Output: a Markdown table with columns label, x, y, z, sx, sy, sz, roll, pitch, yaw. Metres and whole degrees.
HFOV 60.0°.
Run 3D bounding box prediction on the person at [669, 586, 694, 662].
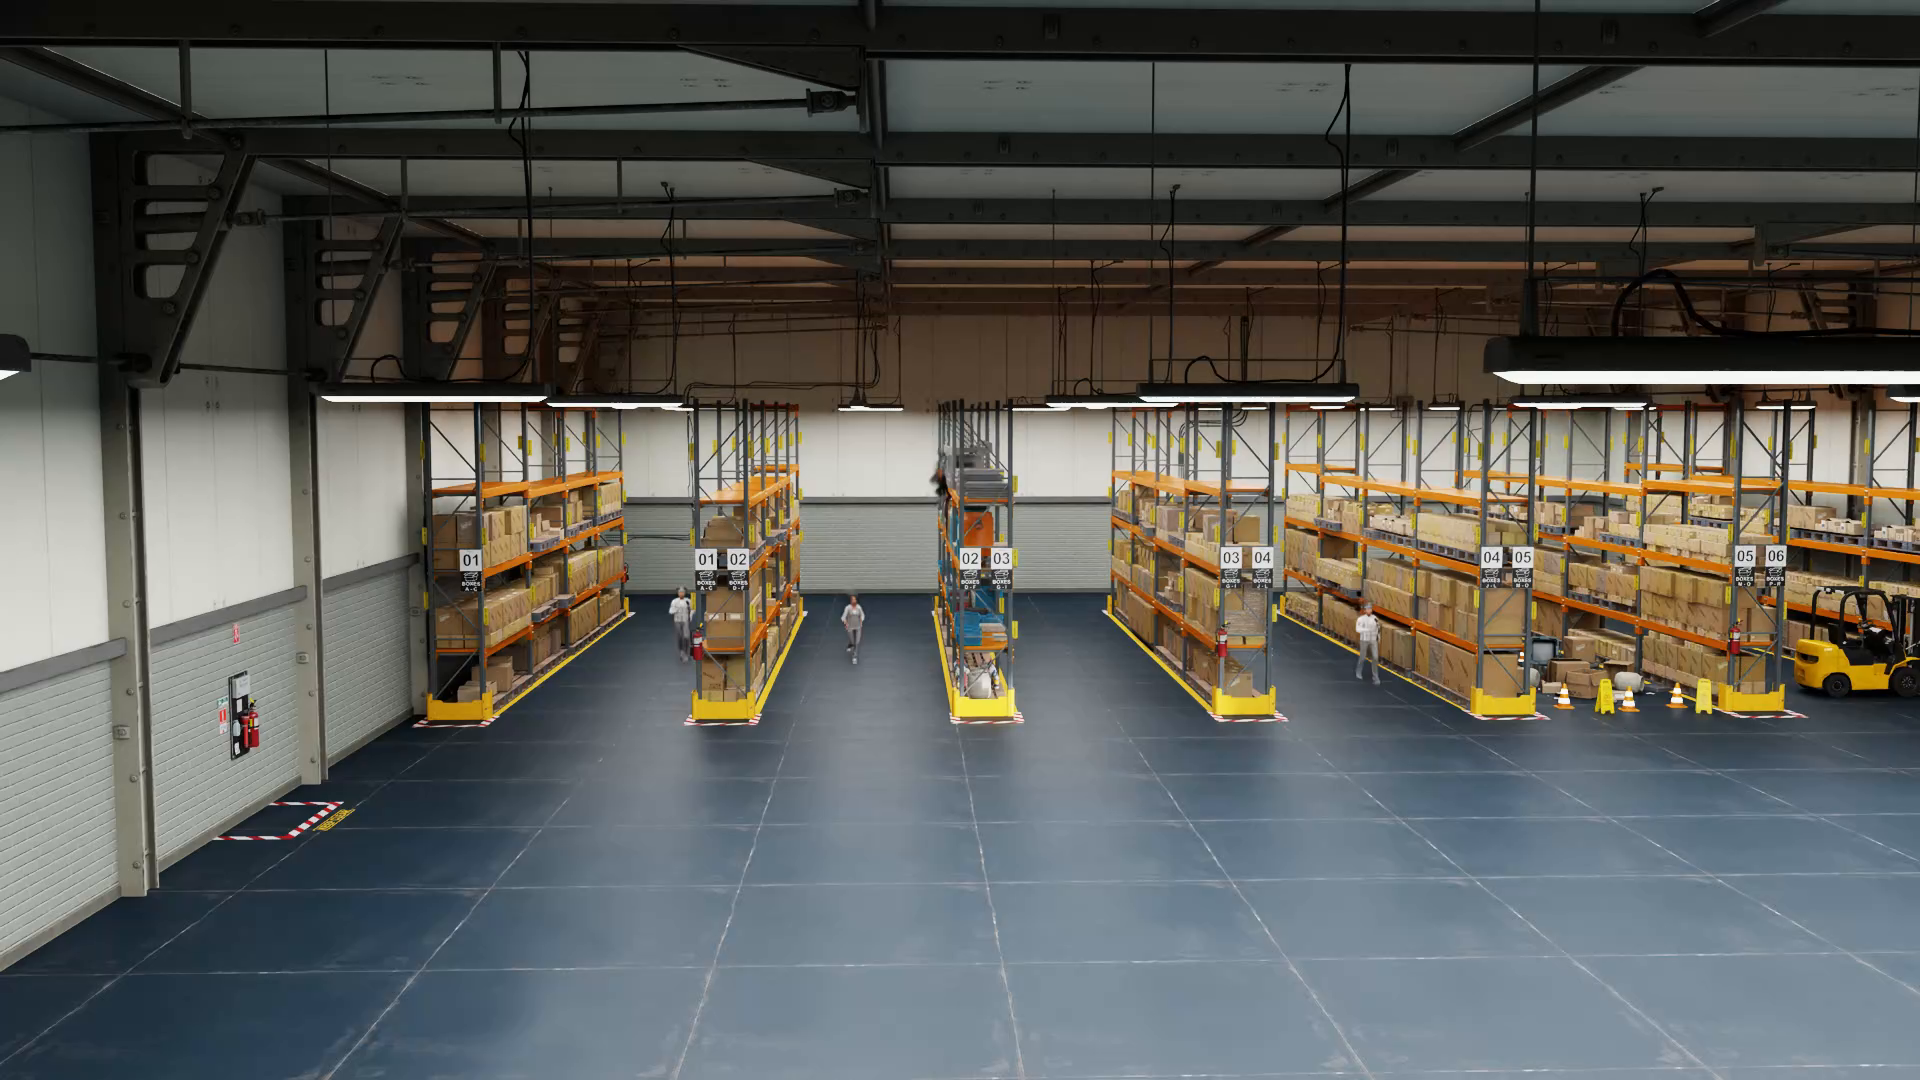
| label | x | y | z | sx | sy | sz | roll | pitch | yaw |
| --- | --- | --- | --- | --- | --- | --- | --- | --- | --- |
| person | -6.451 | 1.937 | 38.625 | 0.596 | 1.740 | 0.720 | -1 | 4 | -7 |

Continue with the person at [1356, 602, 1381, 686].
| label | x | y | z | sx | sy | sz | roll | pitch | yaw |
| --- | --- | --- | --- | --- | --- | --- | --- | --- | --- |
| person | 8.697 | 2.183 | 35.412 | 0.604 | 1.738 | 0.839 | 0 | 4 | -6 |

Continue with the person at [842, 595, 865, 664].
| label | x | y | z | sx | sy | sz | roll | pitch | yaw |
| --- | --- | --- | --- | --- | --- | --- | --- | --- | --- |
| person | -2.454 | 2.047 | 38.337 | 0.536 | 1.563 | 0.576 | -1 | 4 | -15 |
